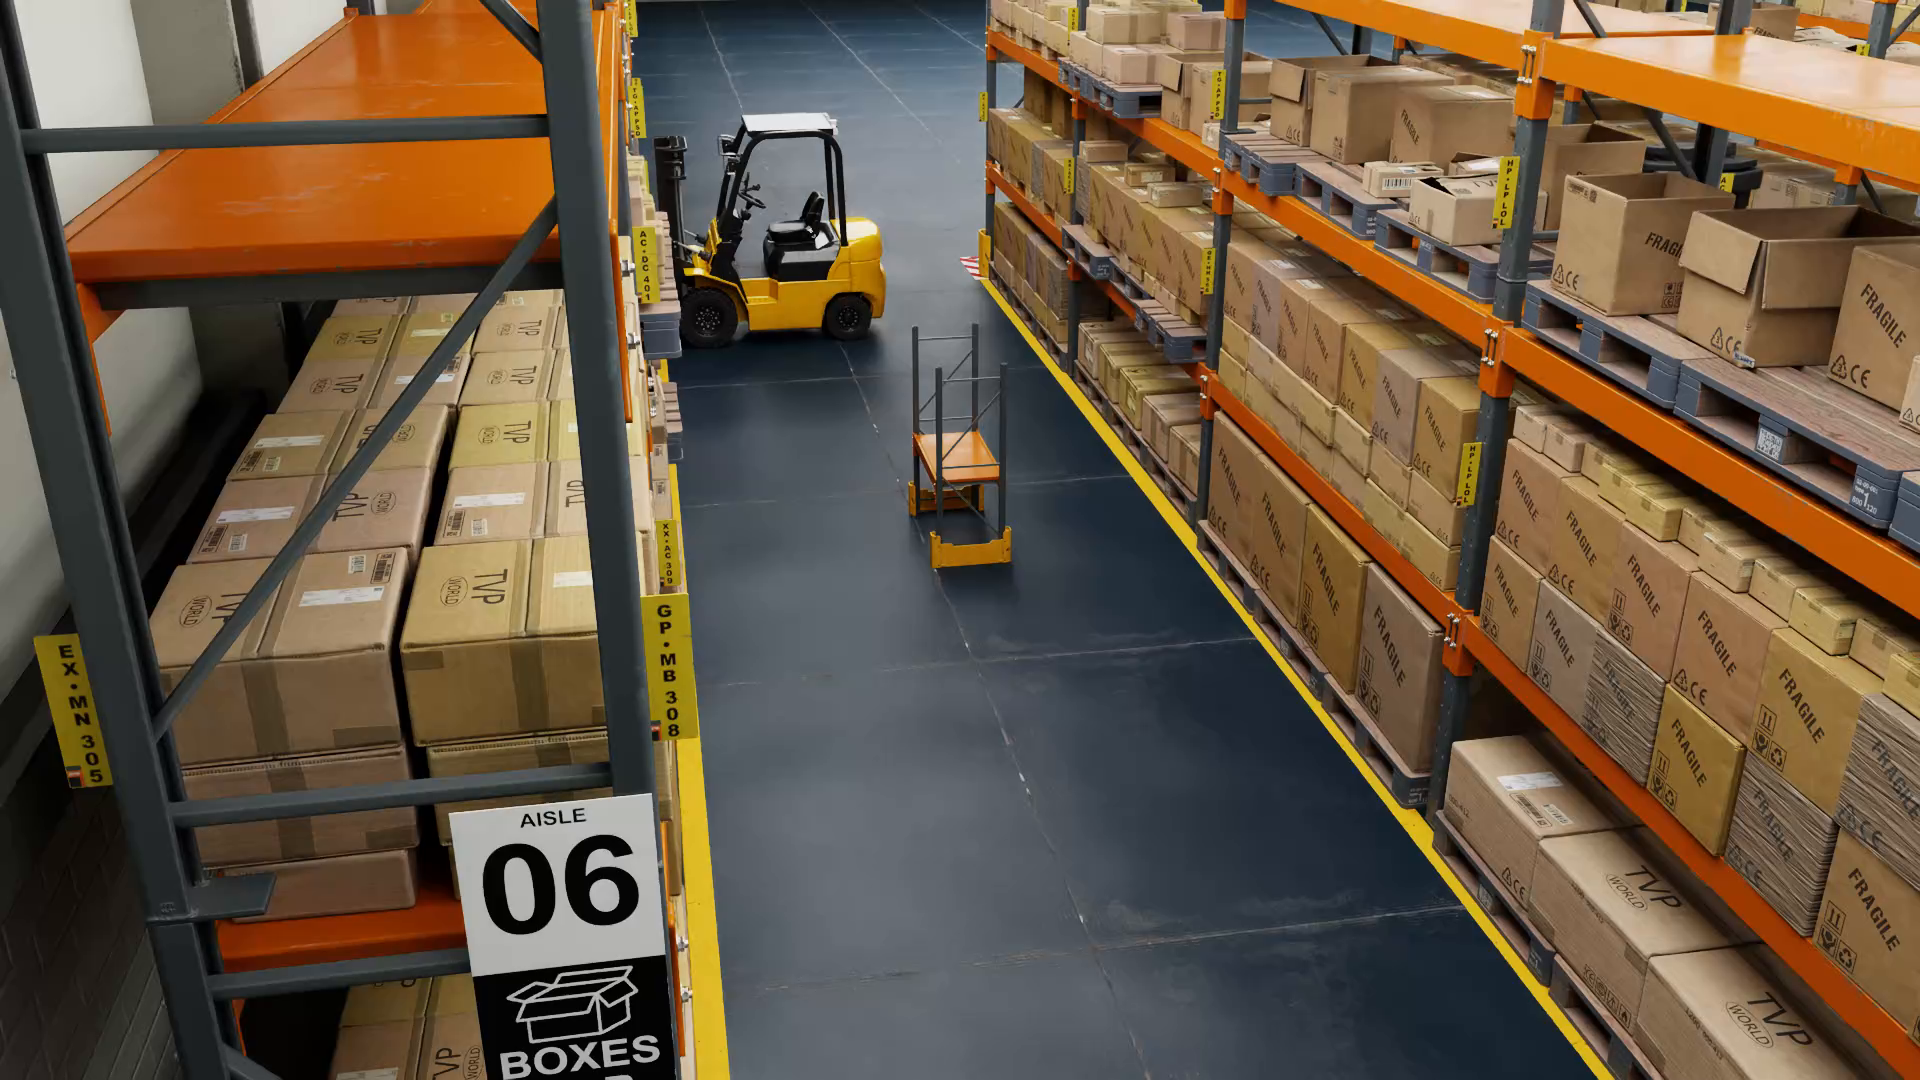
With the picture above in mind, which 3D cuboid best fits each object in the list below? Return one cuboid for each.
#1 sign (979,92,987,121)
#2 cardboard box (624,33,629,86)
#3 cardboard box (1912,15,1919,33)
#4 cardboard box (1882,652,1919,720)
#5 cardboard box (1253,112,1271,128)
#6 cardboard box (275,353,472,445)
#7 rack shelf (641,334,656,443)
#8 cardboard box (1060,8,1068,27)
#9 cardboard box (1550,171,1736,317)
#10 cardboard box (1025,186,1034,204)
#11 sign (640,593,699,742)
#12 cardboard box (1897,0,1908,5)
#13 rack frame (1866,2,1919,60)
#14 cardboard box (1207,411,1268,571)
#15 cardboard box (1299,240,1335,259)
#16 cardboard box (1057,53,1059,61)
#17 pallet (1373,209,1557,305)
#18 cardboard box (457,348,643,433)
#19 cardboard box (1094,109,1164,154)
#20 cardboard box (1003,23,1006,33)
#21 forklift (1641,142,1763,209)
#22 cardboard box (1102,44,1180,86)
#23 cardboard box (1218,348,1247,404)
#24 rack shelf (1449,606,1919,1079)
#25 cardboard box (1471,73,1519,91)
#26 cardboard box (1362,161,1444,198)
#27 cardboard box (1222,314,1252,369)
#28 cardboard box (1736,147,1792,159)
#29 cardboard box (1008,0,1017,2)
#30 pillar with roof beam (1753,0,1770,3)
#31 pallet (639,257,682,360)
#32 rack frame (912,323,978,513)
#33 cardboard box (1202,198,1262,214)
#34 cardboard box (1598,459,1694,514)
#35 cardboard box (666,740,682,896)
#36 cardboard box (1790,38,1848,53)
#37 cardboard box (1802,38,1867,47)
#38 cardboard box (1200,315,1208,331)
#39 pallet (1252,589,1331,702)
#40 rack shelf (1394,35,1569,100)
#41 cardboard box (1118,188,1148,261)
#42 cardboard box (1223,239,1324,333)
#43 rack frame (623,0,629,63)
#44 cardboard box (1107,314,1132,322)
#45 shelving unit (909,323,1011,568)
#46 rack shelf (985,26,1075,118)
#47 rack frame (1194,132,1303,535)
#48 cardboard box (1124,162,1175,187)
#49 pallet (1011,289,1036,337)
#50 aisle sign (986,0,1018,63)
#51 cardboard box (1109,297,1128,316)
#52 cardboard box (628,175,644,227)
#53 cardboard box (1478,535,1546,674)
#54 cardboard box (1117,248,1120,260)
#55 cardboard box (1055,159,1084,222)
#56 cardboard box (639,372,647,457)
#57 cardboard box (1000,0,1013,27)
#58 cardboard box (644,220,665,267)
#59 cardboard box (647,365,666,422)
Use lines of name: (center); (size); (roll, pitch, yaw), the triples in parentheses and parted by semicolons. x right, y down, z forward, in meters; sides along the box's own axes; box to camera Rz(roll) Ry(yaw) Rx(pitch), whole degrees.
sign: (0.270, -4.947, 18.989); (0.100, 0.325, 0.005); (-4, 24, -10)
cardboard box: (-2.677, -3.437, 12.091); (0.500, 0.500, 0.500); (-4, 24, -8)
cardboard box: (10.756, -5.622, 18.057); (0.500, 0.250, 0.500); (-4, 24, -10)
cardboard box: (3.292, 0.480, 5.461); (0.380, 0.149, 0.250); (-4, 24, -9)
cardboard box: (2.345, -2.993, 12.018); (0.396, 0.266, 0.258); (-4, 24, -10)
cardboard box: (-1.739, -0.359, 5.009); (0.500, 0.250, 0.500); (-4, 24, -10)
rack shelf: (-2.225, -1.333, 8.947); (1.077, 0.370, 4.000); (-4, 24, -10)
cardboard box: (1.147, -4.847, 15.412); (0.380, 0.149, 0.250); (-5, 24, -11)
cardboard box: (2.925, -1.282, 7.157); (0.500, 0.500, 0.500); (-4, 24, -9)
cardboard box: (0.892, -3.606, 17.316); (0.380, 0.149, 0.250); (-4, 24, -9)
sign: (-0.582, 0.257, 3.317); (0.100, 0.325, 0.005); (-4, 24, -10)
cardboard box: (10.665, -6.078, 18.602); (0.380, 0.149, 0.250); (-5, 24, -10)
rack frame: (7.129, -4.599, 11.779); (1.000, 3.000, 0.127); (-4, 24, -10)
cardboard box: (2.329, -0.384, 11.755); (0.875, 0.875, 0.875); (-5, 24, -10)
cardboard box: (2.636, -1.763, 11.408); (0.500, 0.500, 0.500); (-5, 24, -11)
cardboard box: (1.154, -4.686, 16.039); (0.380, 0.149, 0.250); (-5, 24, -12)
pallet: (2.805, -1.514, 8.702); (0.805, 0.209, 1.217); (-5, 24, -12)
cardboard box: (-1.236, -0.390, 5.081); (0.500, 0.250, 0.500); (-4, 24, -8)
cardboard box: (1.675, -3.846, 15.805); (0.700, 0.500, 0.500); (-5, 24, -10)
cardboard box: (0.682, -5.598, 18.129); (0.380, 0.149, 0.250); (-5, 24, -11)
forklift: (4.867, -1.551, 12.381); (1.130, 2.935, 3.031); (-4, 24, -9)
cardboard box: (1.467, -3.860, 13.497); (0.500, 0.250, 0.500); (-5, 24, -10)
cardboard box: (2.126, -1.164, 11.596); (0.500, 0.250, 0.500); (-5, 24, -11)
rack shelf: (3.392, 1.246, 6.790); (1.077, 0.370, 4.000); (-4, 24, -10)
cardboard box: (6.068, -4.772, 18.135); (0.875, 0.550, 0.500); (-4, 24, -10)
cardboard box: (2.526, -2.063, 9.487); (0.380, 0.166, 0.250); (-2, 24, -5)
cardboard box: (2.134, -1.386, 11.481); (0.500, 0.250, 0.500); (-4, 24, -10)
cardboard box: (6.769, -3.132, 14.542); (0.700, 0.500, 0.500); (-5, 24, -10)
cardboard box: (0.690, -5.755, 17.491); (0.380, 0.149, 0.250); (-4, 24, -10)
pillar with roof beam: (17.457, -18.083, 42.652); (9.100, 9.000, 0.400); (-4, 24, -10)
pallet: (-1.906, -1.051, 7.639); (1.213, 0.211, 1.003); (-4, 24, -10)
rack frame: (-0.110, -0.921, 12.727); (0.500, 1.500, 0.032); (-4, 24, -10)
cardboard box: (2.219, -2.425, 13.276); (0.500, 0.500, 0.500); (-4, 24, -9)
cardboard box: (2.964, -0.229, 7.083); (0.380, 0.149, 0.250); (-4, 24, -10)
cardboard box: (-1.212, 0.873, 5.626); (0.500, 0.500, 0.500); (-4, 24, -8)
cardboard box: (6.641, -3.810, 13.183); (0.500, 0.311, 0.500); (-4, 24, -10)
cardboard box: (7.119, -3.892, 13.445); (0.500, 0.250, 0.500); (-4, 24, -8)
cardboard box: (1.991, -1.632, 12.271); (0.380, 0.149, 0.250); (-3, 24, -8)
pallet: (2.577, 0.629, 10.788); (1.003, 0.211, 1.213); (-4, 24, -10)
rack shelf: (6.020, -5.254, 17.927); (1.077, 0.370, 4.000); (-4, 24, -10)
cardboard box: (1.625, -2.592, 13.658); (0.500, 0.500, 0.500); (-5, 24, -12)
cardboard box: (2.134, -1.735, 11.344); (0.500, 0.500, 0.500); (-5, 24, -12)
rack frame: (-3.334, -5.397, 13.607); (1.000, 3.000, 0.127); (-4, 24, -10)
cardboard box: (1.700, -2.201, 16.695); (0.500, 0.250, 0.500); (-5, 24, -12)
shelving unit: (-0.014, -0.717, 12.261); (0.587, 1.500, 1.083); (-4, 24, -10)
rack shelf: (1.174, -4.848, 16.997); (1.077, 0.370, 4.000); (-4, 24, -10)
rack frame: (2.283, -1.443, 12.050); (1.000, 3.000, 0.127); (-4, 24, -10)
cardboard box: (1.585, -3.058, 13.914); (0.380, 0.149, 0.250); (-3, 24, -7)
pallet: (1.155, -2.481, 17.910); (1.003, 0.211, 1.213); (-4, 24, -10)
aisle sign: (0.488, -5.783, 18.737); (0.394, 0.787, 0.004); (-4, 24, -10)
cardboard box: (1.700, -2.545, 16.545); (0.500, 0.500, 0.500); (-3, 24, -7)
cardboard box: (-1.567, -1.469, 7.136); (0.396, 0.266, 0.258); (-5, 24, -10)
cardboard box: (2.852, 0.288, 7.960); (0.500, 0.500, 0.500); (-4, 24, -8)
cardboard box: (1.550, -2.447, 14.136); (0.380, 0.149, 0.250); (-4, 24, -9)
cardboard box: (1.217, -3.355, 15.930); (0.500, 0.500, 0.500); (-5, 24, -11)
cardboard box: (-1.330, -0.366, 5.651); (0.500, 0.250, 0.500); (-4, 24, -9)
cardboard box: (0.718, -5.616, 17.671); (0.500, 0.250, 0.500); (-5, 24, -11)
cardboard box: (-1.479, -1.285, 7.232); (0.380, 0.149, 0.250); (-4, 24, -8)
cardboard box: (-2.111, -0.686, 9.662); (0.797, 0.503, 0.637); (-5, 24, -11)
